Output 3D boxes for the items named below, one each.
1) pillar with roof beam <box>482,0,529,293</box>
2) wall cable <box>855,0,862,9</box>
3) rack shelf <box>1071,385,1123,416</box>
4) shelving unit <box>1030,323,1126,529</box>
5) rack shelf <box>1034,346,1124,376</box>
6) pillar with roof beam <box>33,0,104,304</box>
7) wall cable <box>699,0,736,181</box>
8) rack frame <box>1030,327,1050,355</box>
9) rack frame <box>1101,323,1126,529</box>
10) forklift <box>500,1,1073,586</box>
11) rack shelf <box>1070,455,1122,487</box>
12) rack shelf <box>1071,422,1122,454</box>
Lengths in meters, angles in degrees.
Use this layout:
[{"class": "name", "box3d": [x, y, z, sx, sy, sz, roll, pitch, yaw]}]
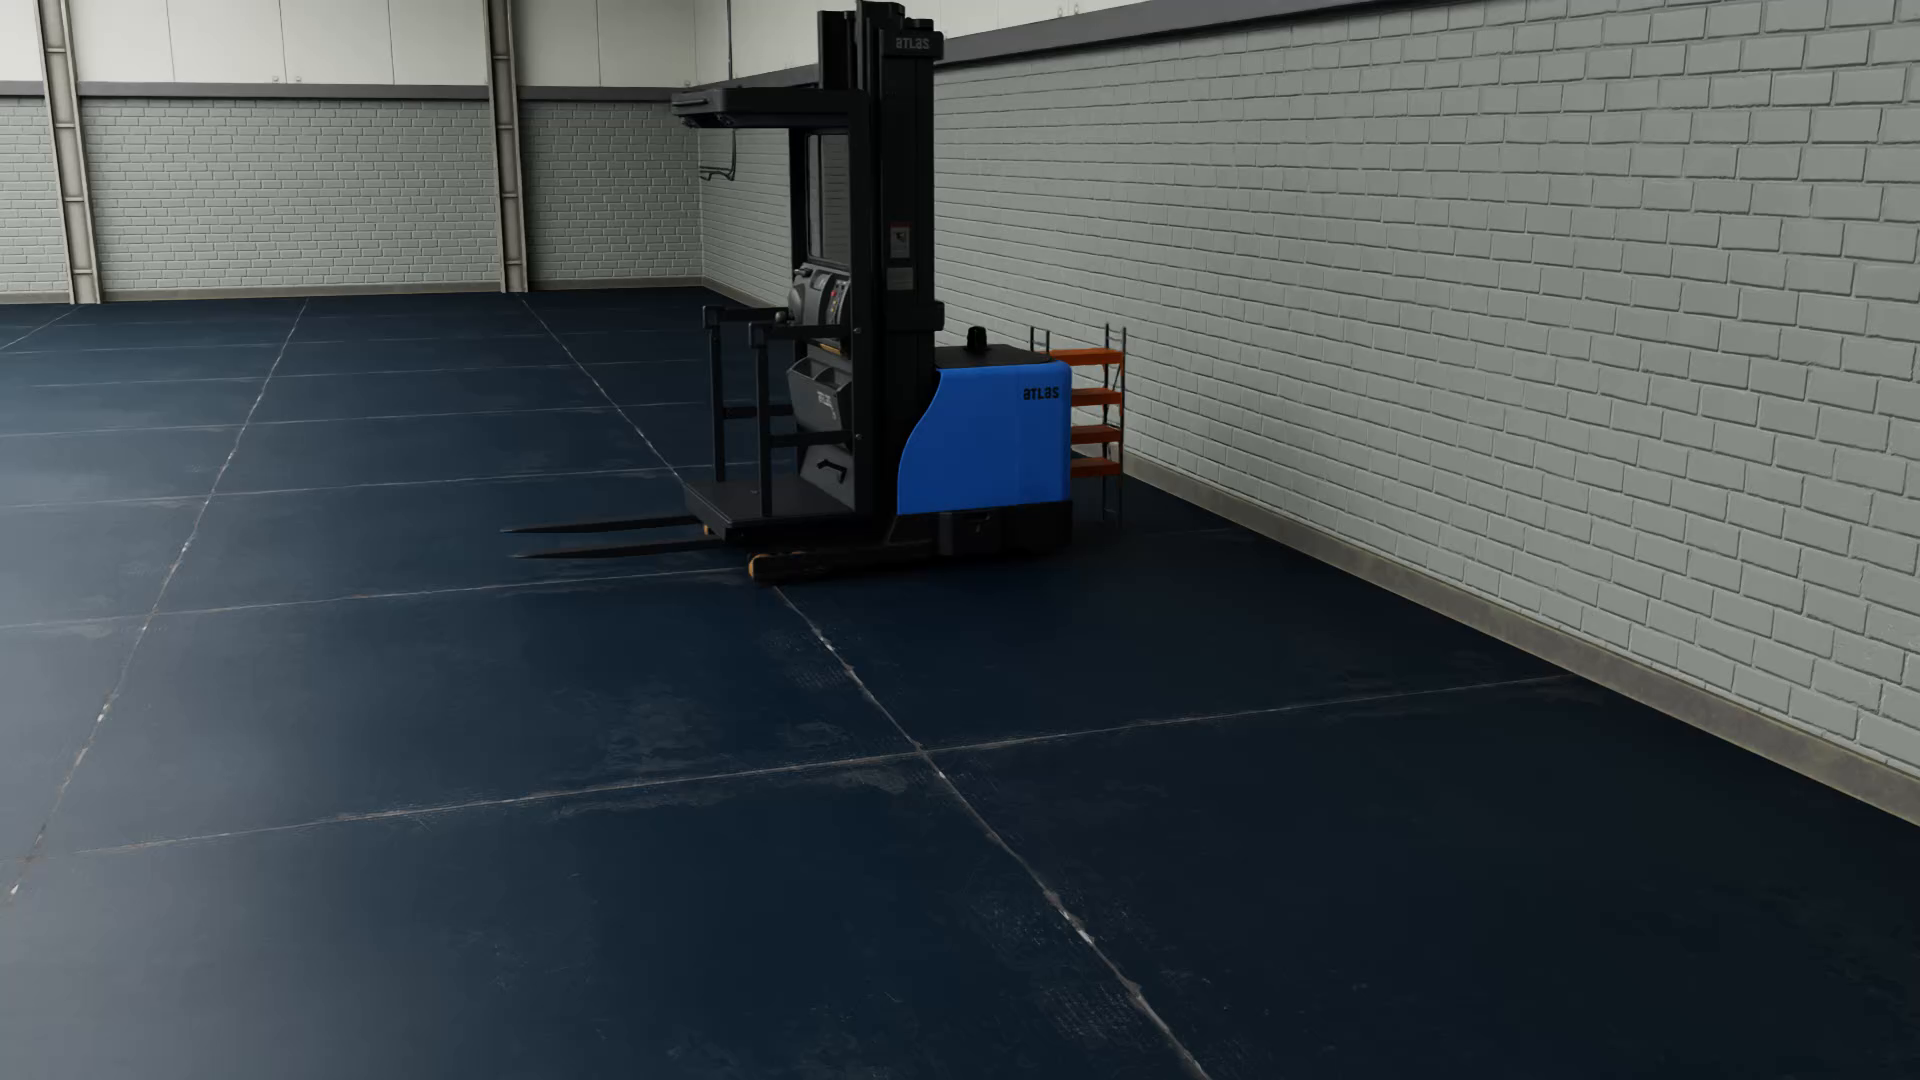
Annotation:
[{"class": "pillar with roof beam", "box3d": [-5.573, -7.309, 20.923, 0.400, 9.000, 9.100, -4, 14, -18]}, {"class": "wall cable", "box3d": [-0.719, -7.752, 15.436, 0.169, 6.003, 2.305, -4, 14, -18]}, {"class": "rack shelf", "box3d": [0.686, -0.805, 9.758, 0.480, 0.148, 0.258, -5, 14, -21]}, {"class": "shelving unit", "box3d": [0.686, -0.653, 9.795, 0.503, 1.200, 0.258, -5, 14, -21]}, {"class": "rack shelf", "box3d": [0.686, -1.035, 9.704, 0.480, 0.148, 0.258, -5, 14, -21]}, {"class": "pillar with roof beam", "box3d": [-11.259, -6.866, 19.062, 0.400, 9.000, 9.100, -4, 14, -18]}, {"class": "wall cable", "box3d": [-3.732, -6.670, 24.947, 0.112, 2.526, 3.097, -4, 14, -18]}, {"class": "rack frame", "box3d": [0.459, -0.632, 9.706, 0.015, 1.200, 0.240, -5, 14, -21]}, {"class": "rack frame", "box3d": [0.912, -0.674, 9.883, 0.015, 1.200, 0.240, -5, 14, -21]}, {"class": "forklift", "box3d": [-0.940, -1.327, 8.886, 3.031, 2.935, 1.130, -5, 14, -21]}, {"class": "rack shelf", "box3d": [0.686, -0.394, 9.856, 0.480, 0.148, 0.258, -5, 14, -21]}, {"class": "rack shelf", "box3d": [0.686, -0.587, 9.810, 0.480, 0.148, 0.258, -5, 14, -21]}]
